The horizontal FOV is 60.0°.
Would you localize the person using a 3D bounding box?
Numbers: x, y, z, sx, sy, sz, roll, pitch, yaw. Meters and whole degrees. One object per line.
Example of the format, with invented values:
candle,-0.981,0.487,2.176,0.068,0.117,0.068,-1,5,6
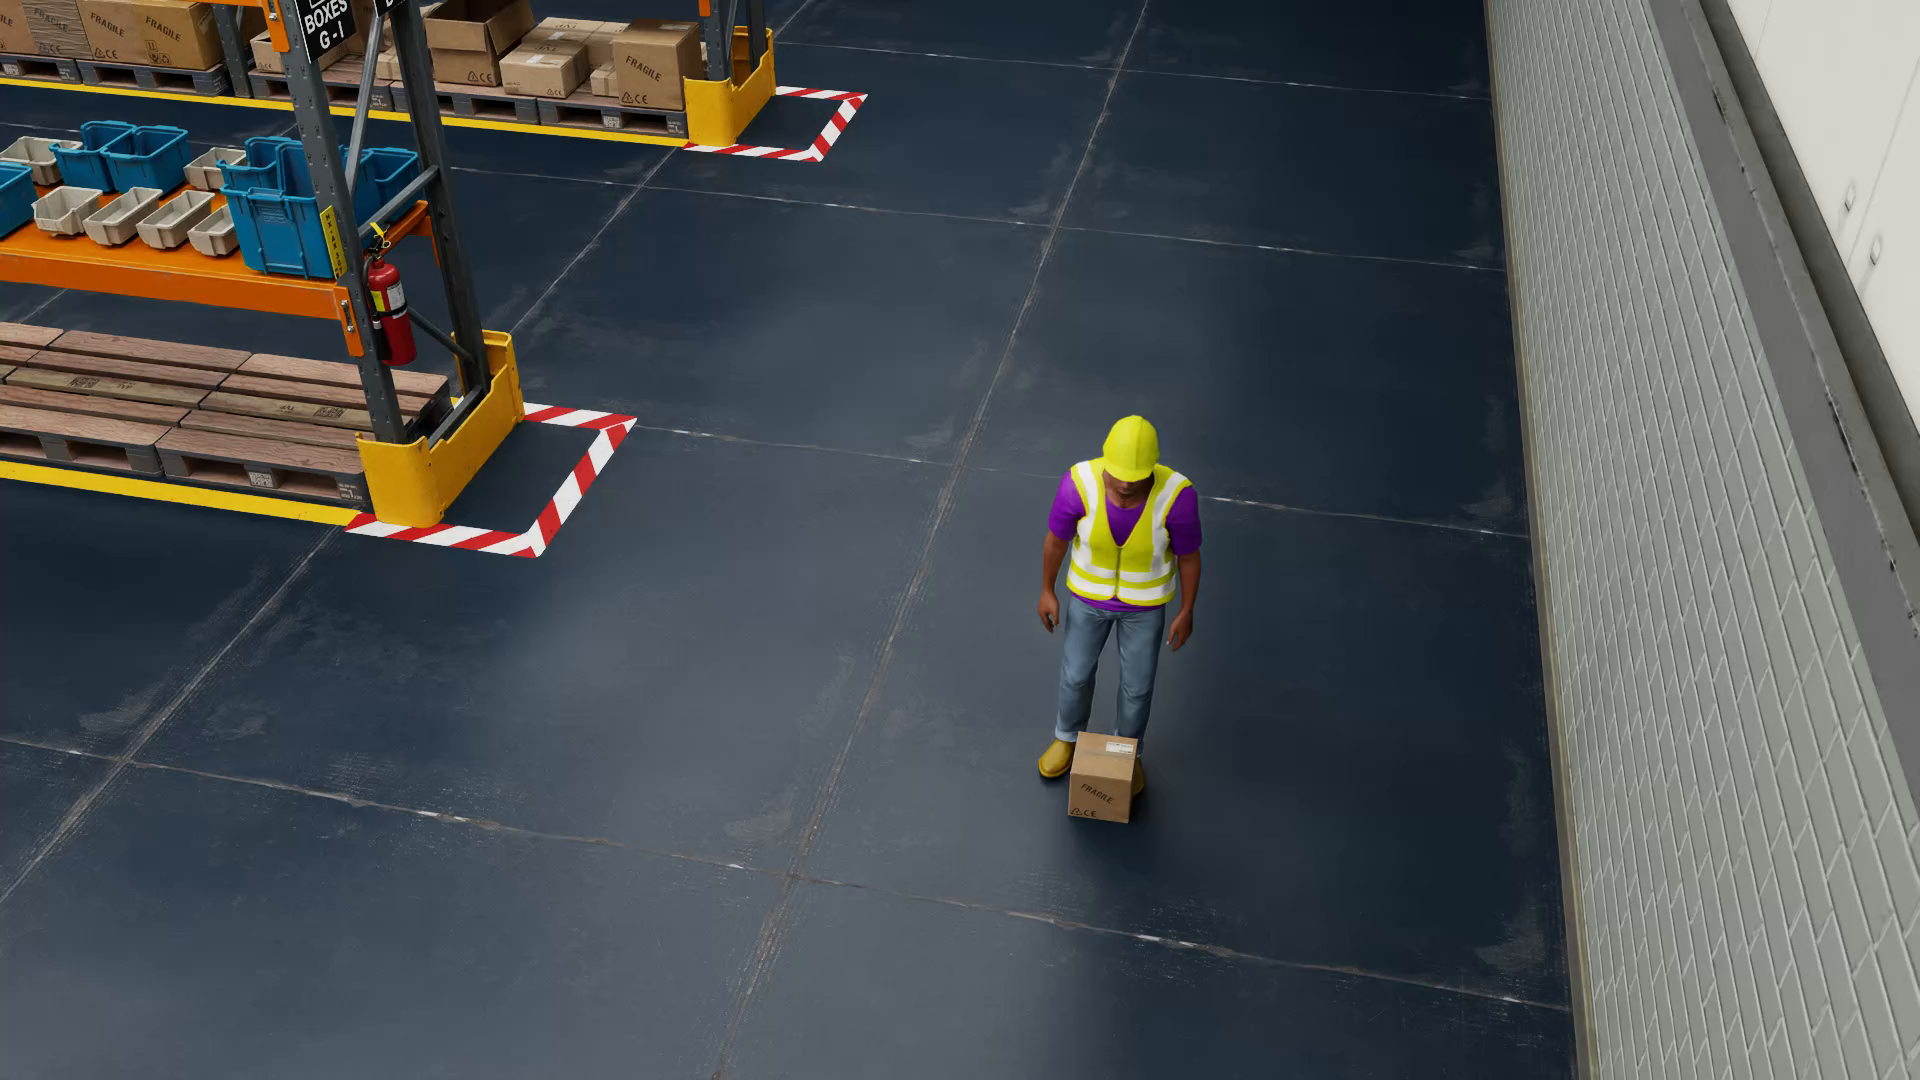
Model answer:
person,0.626,0.241,6.622,0.627,1.761,0.456,8,37,10
